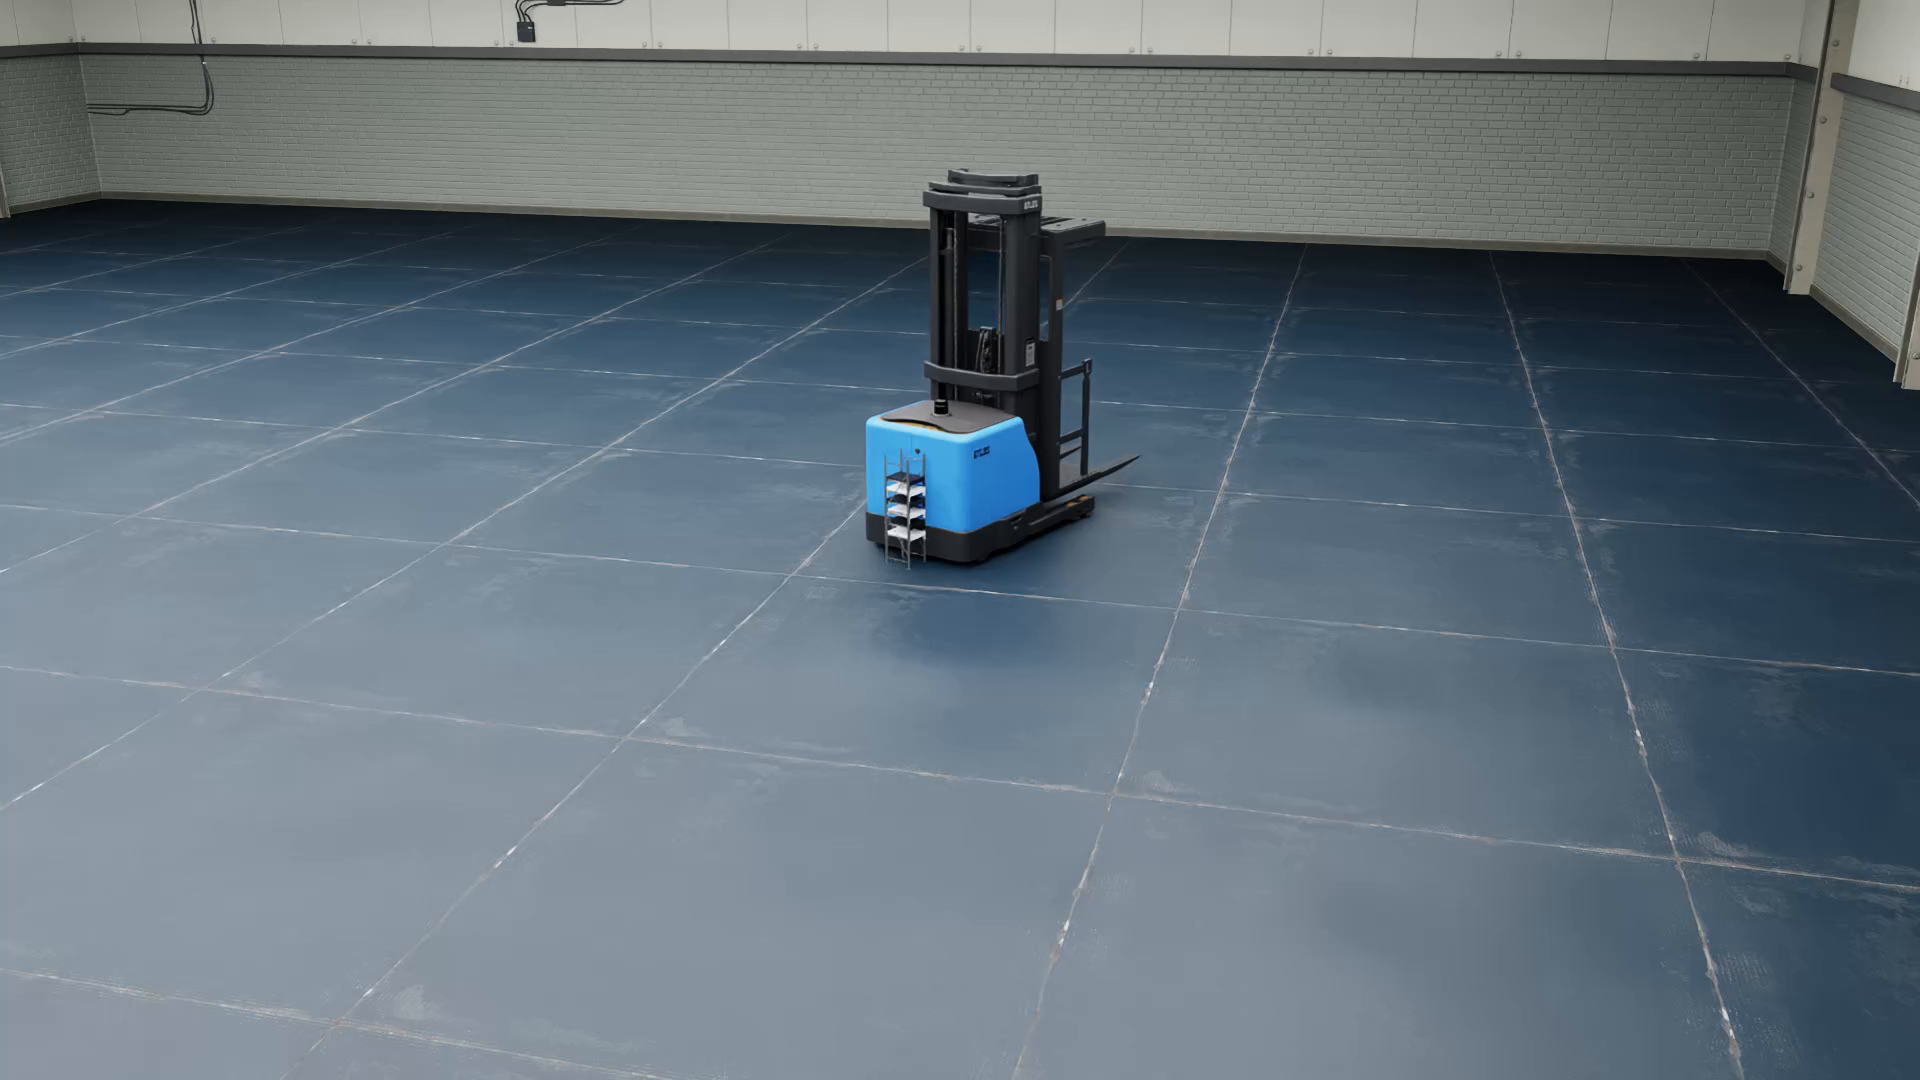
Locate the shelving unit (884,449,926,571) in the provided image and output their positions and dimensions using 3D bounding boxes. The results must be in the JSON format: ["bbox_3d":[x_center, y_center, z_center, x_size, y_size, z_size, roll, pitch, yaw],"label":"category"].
[{"bbox_3d":[-0.428,-0.236,12.987,0.258,0.900,0.210,13,23,34],"label":"shelving unit"}]

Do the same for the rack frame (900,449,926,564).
[{"bbox_3d":[-0.369,-0.263,13.065,0.240,0.900,0.006,13,23,34],"label":"rack frame"}]

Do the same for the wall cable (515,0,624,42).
[{"bbox_3d":[-7.107,-12.046,29.771,2.305,6.003,0.169,5,19,13],"label":"wall cable"}]

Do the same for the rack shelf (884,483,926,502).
[{"bbox_3d":[-0.428,-0.375,12.940,0.258,0.077,0.200,13,23,34],"label":"rack shelf"}]

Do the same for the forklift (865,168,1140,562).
[{"bbox_3d":[0.505,-1.627,13.916,1.130,2.935,3.031,13,23,34],"label":"forklift"}]

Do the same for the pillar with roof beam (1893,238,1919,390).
[{"bbox_3d":[6.594,-6.344,18.339,9.100,9.000,0.400,5,19,13],"label":"pillar with roof beam"}]

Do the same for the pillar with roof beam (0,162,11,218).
[{"bbox_3d":[-14.136,-10.032,29.137,9.100,9.000,0.400,5,19,13],"label":"pillar with roof beam"}]

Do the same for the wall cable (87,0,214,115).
[{"bbox_3d":[-16.308,-9.722,33.032,3.097,2.526,0.112,5,19,13],"label":"wall cable"}]

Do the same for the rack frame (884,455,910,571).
[{"bbox_3d":[-0.488,-0.210,12.909,0.240,0.900,0.006,13,23,34],"label":"rack frame"}]

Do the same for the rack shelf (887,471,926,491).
[{"bbox_3d":[-0.428,-0.460,12.911,0.258,0.077,0.200,13,23,34],"label":"rack shelf"}]

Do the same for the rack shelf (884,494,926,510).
[{"bbox_3d":[-0.428,-0.290,12.969,0.258,0.077,0.200,13,23,34],"label":"rack shelf"}]

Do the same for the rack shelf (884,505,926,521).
[{"bbox_3d":[-0.428,-0.205,12.998,0.258,0.077,0.200,13,23,34],"label":"rack shelf"}]

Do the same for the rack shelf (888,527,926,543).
[{"bbox_3d":[-0.428,-0.034,13.056,0.258,0.077,0.200,13,23,34],"label":"rack shelf"}]

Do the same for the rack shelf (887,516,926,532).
[{"bbox_3d":[-0.428,-0.120,13.027,0.258,0.077,0.200,13,23,34],"label":"rack shelf"}]

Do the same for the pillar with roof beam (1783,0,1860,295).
[{"bbox_3d":[8.060,-8.225,23.845,9.100,9.000,0.400,5,19,13],"label":"pillar with roof beam"}]
